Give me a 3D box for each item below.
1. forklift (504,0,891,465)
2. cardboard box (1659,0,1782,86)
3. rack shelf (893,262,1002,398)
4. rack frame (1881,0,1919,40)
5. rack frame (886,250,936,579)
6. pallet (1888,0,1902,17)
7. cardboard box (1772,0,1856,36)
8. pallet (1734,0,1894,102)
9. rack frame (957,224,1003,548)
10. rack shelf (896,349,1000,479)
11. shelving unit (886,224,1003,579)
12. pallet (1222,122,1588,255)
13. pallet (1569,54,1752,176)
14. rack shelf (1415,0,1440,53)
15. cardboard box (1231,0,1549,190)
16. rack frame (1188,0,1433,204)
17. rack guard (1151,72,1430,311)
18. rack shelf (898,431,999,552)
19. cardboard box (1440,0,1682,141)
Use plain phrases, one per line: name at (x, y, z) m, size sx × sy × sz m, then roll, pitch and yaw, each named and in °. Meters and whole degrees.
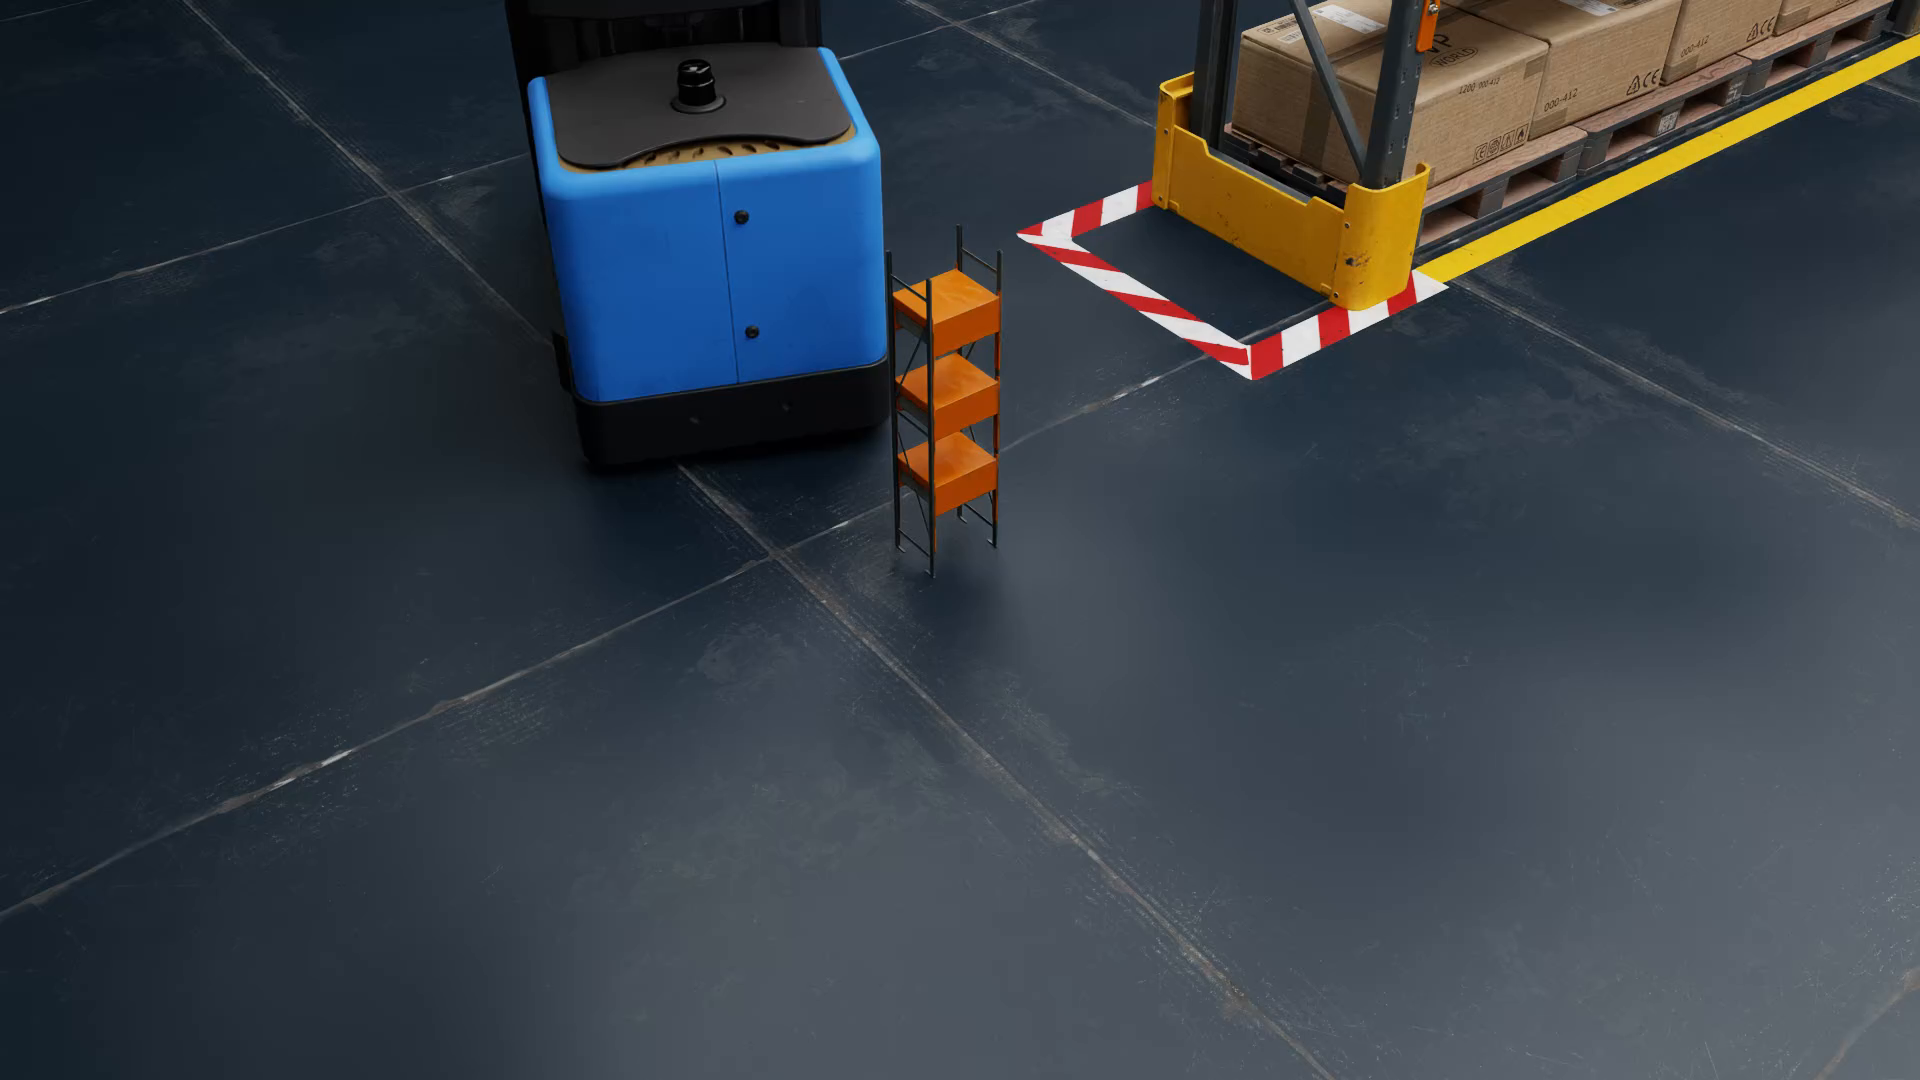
forklift at (-1.096, -2.320, 5.767) m, size 1.130 × 2.935 × 3.031 m, roll -9°, pitch 40°, yaw -11°
cardboard box at (3.187, -2.563, 7.698) m, size 0.875 × 0.438 × 0.875 m, roll -27°, pitch 47°, yaw -29°
rack shelf at (-0.042, -0.596, 4.719) m, size 0.240 × 0.259 × 0.215 m, roll -26°, pitch 46°, yaw -28°
rack frame at (4.460, -3.926, 7.671) m, size 0.127 × 3.000 × 1.000 m, roll -26°, pitch 46°, yaw -28°
rack frame at (-0.139, -0.338, 4.834) m, size 0.008 × 1.050 × 0.200 m, roll -26°, pitch 46°, yaw -28°
pallet at (5.026, -3.184, 8.965) m, size 1.213 × 0.211 × 1.003 m, roll -26°, pitch 46°, yaw -28°
cardboard box at (3.897, -2.909, 8.120) m, size 0.875 × 0.438 × 0.875 m, roll -27°, pitch 46°, yaw -29°
pallet at (3.809, -2.593, 8.245) m, size 1.213 × 0.211 × 1.003 m, roll -26°, pitch 46°, yaw -28°
rack frame at (0.054, -0.432, 4.949) m, size 0.008 × 1.050 × 0.200 m, roll -26°, pitch 46°, yaw -28°
rack shelf at (-0.042, -0.377, 4.899) m, size 0.240 × 0.259 × 0.215 m, roll -26°, pitch 46°, yaw -28°
shelving unit at (-0.042, -0.385, 4.892) m, size 0.252 × 1.050 × 0.215 m, roll -26°, pitch 46°, yaw -28°
pallet at (1.874, -1.650, 7.096) m, size 1.213 × 0.211 × 1.003 m, roll -26°, pitch 46°, yaw -28°
pallet at (2.841, -2.119, 7.667) m, size 1.213 × 0.211 × 1.003 m, roll -26°, pitch 46°, yaw -28°
rack shelf at (2.874, -2.875, 6.957) m, size 4.000 × 0.370 × 1.077 m, roll -26°, pitch 46°, yaw -28°
cardboard box at (1.751, -1.857, 6.838) m, size 0.875 × 0.438 × 0.875 m, roll -28°, pitch 47°, yaw -29°
rack frame at (1.288, -2.380, 5.786) m, size 0.127 × 3.000 × 1.000 m, roll -26°, pitch 46°, yaw -28°
rack guard at (1.269, -1.405, 6.568) m, size 0.348 × 0.500 × 1.175 m, roll -26°, pitch 46°, yaw -28°
rack shelf at (-0.042, -0.162, 5.075) m, size 0.240 × 0.259 × 0.215 m, roll -26°, pitch 46°, yaw -28°
cardboard box at (2.471, -2.215, 7.274) m, size 0.875 × 0.438 × 0.875 m, roll -25°, pitch 45°, yaw -27°
